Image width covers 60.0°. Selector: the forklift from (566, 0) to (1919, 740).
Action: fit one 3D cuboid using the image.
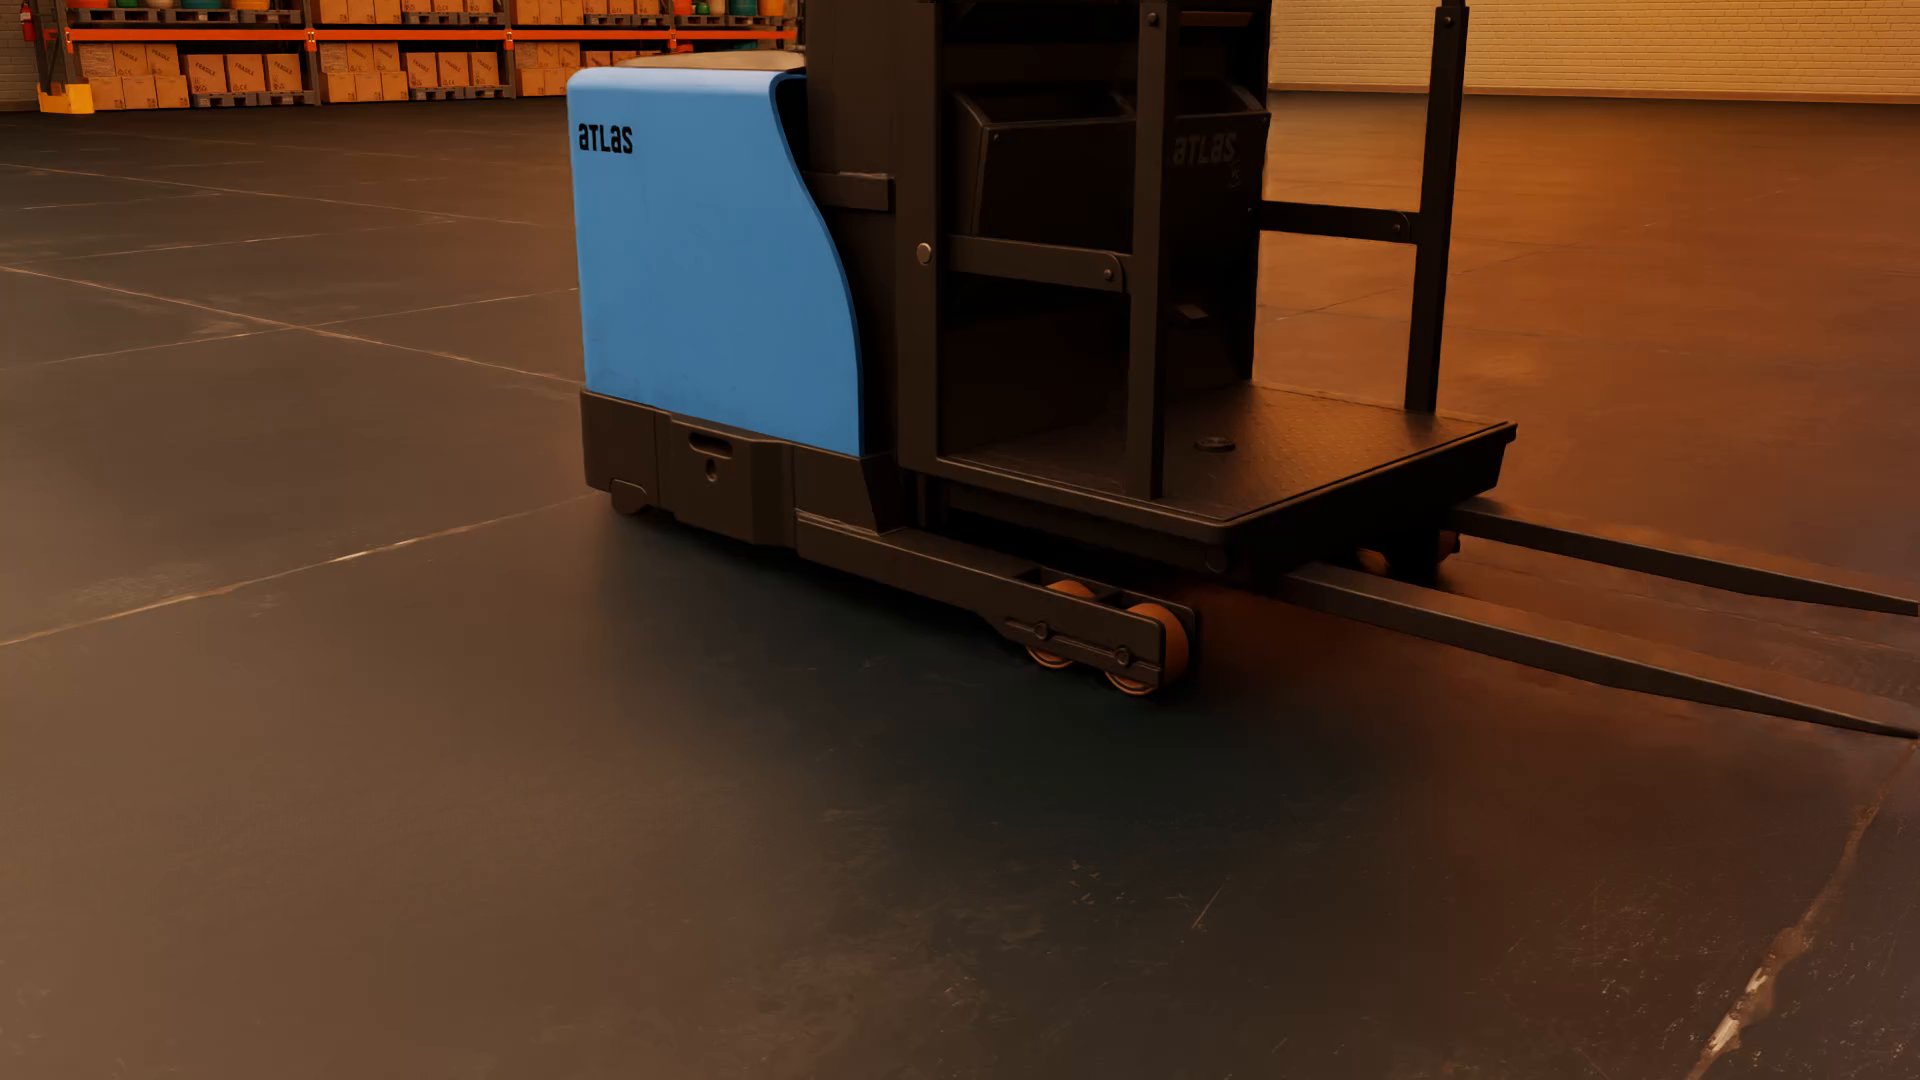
[{"bbox_3d":[0.473,-1.291,3.149,3.031,2.935,1.130,15,23,41],"label":"forklift"}]
